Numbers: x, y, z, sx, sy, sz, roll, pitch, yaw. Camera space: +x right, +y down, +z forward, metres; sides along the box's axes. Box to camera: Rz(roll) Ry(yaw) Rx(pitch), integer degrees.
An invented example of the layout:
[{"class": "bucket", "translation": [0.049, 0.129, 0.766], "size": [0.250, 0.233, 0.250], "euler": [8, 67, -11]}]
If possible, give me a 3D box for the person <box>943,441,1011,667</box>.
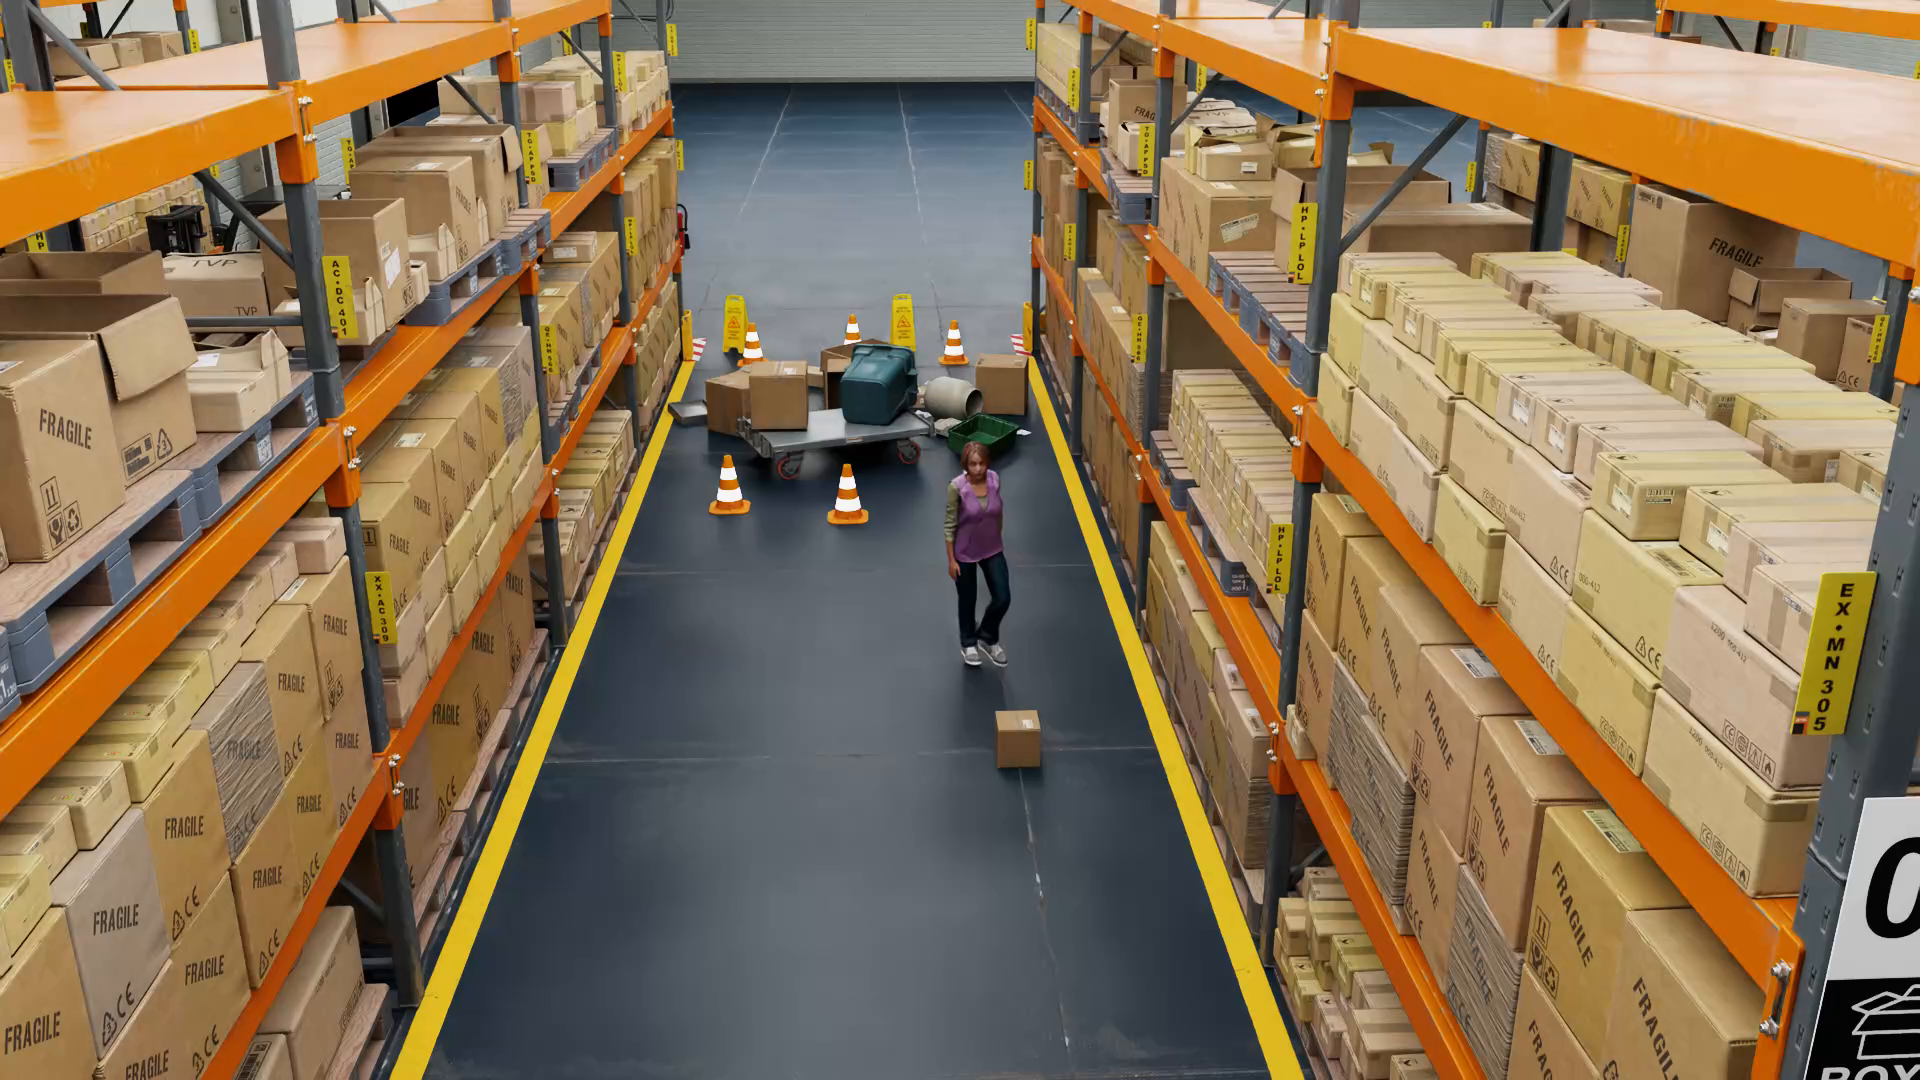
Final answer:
[{"class": "person", "translation": [0.089, 0.092, 10.797], "size": [0.433, 1.582, 0.475], "euler": [-6, 22, -16]}]
